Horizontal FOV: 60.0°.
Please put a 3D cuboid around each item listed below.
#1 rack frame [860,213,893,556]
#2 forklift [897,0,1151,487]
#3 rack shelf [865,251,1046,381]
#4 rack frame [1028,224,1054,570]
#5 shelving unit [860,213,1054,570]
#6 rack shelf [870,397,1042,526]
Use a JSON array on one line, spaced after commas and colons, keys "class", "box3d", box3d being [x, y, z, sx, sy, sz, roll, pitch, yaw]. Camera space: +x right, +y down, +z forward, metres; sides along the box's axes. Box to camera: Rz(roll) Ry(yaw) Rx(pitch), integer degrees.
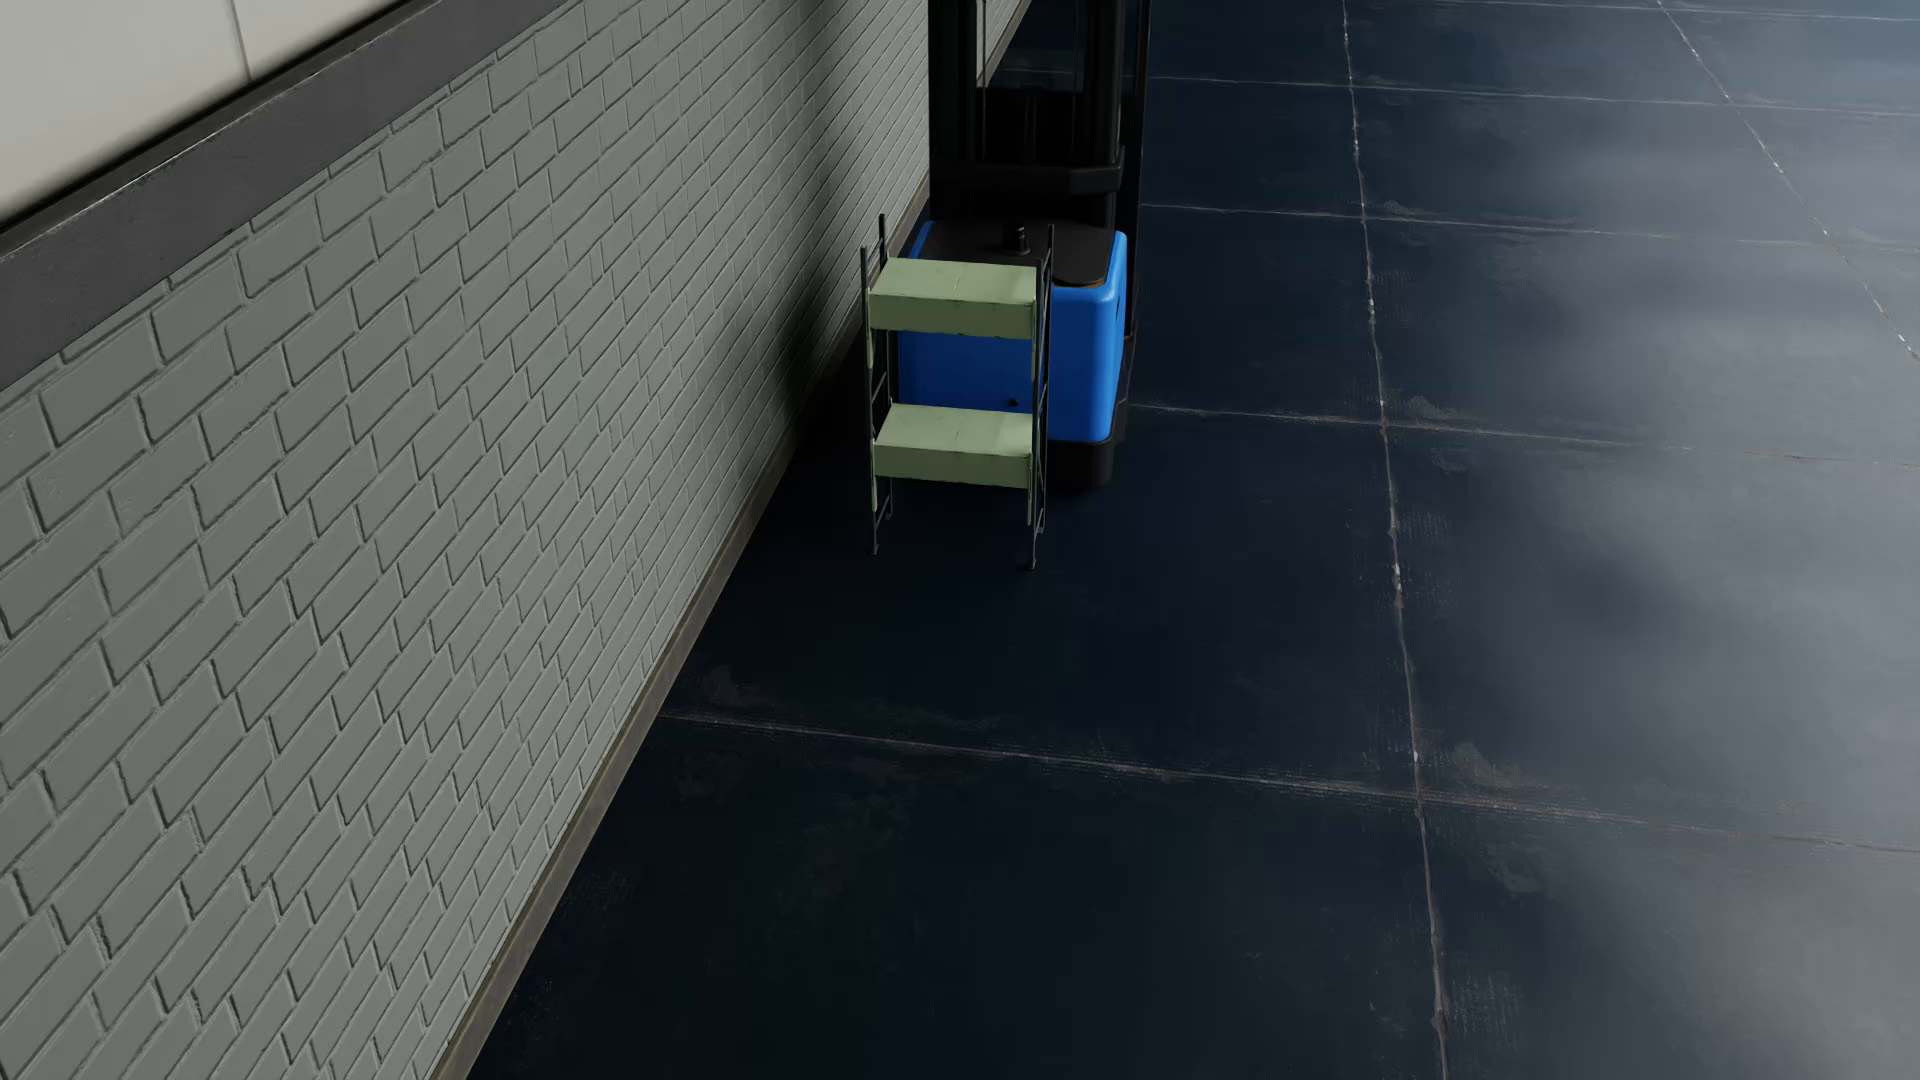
[{"class": "rack frame", "box3d": [-0.367, -0.669, 7.405, 0.023, 1.500, 0.400, 5, 32, 8]}, {"class": "forklift", "box3d": [0.423, -2.262, 8.602, 1.130, 2.935, 3.031, 5, 32, 7]}, {"class": "rack shelf", "box3d": [-0.007, -0.967, 7.146, 0.720, 0.370, 0.431, 5, 32, 8]}, {"class": "rack frame", "box3d": [0.354, -0.604, 7.301, 0.023, 1.500, 0.400, 5, 32, 8]}, {"class": "shelving unit", "box3d": [-0.007, -0.636, 7.353, 0.755, 1.500, 0.431, 5, 32, 8]}, {"class": "rack shelf", "box3d": [-0.007, -0.360, 7.526, 0.720, 0.370, 0.431, 5, 32, 8]}]
